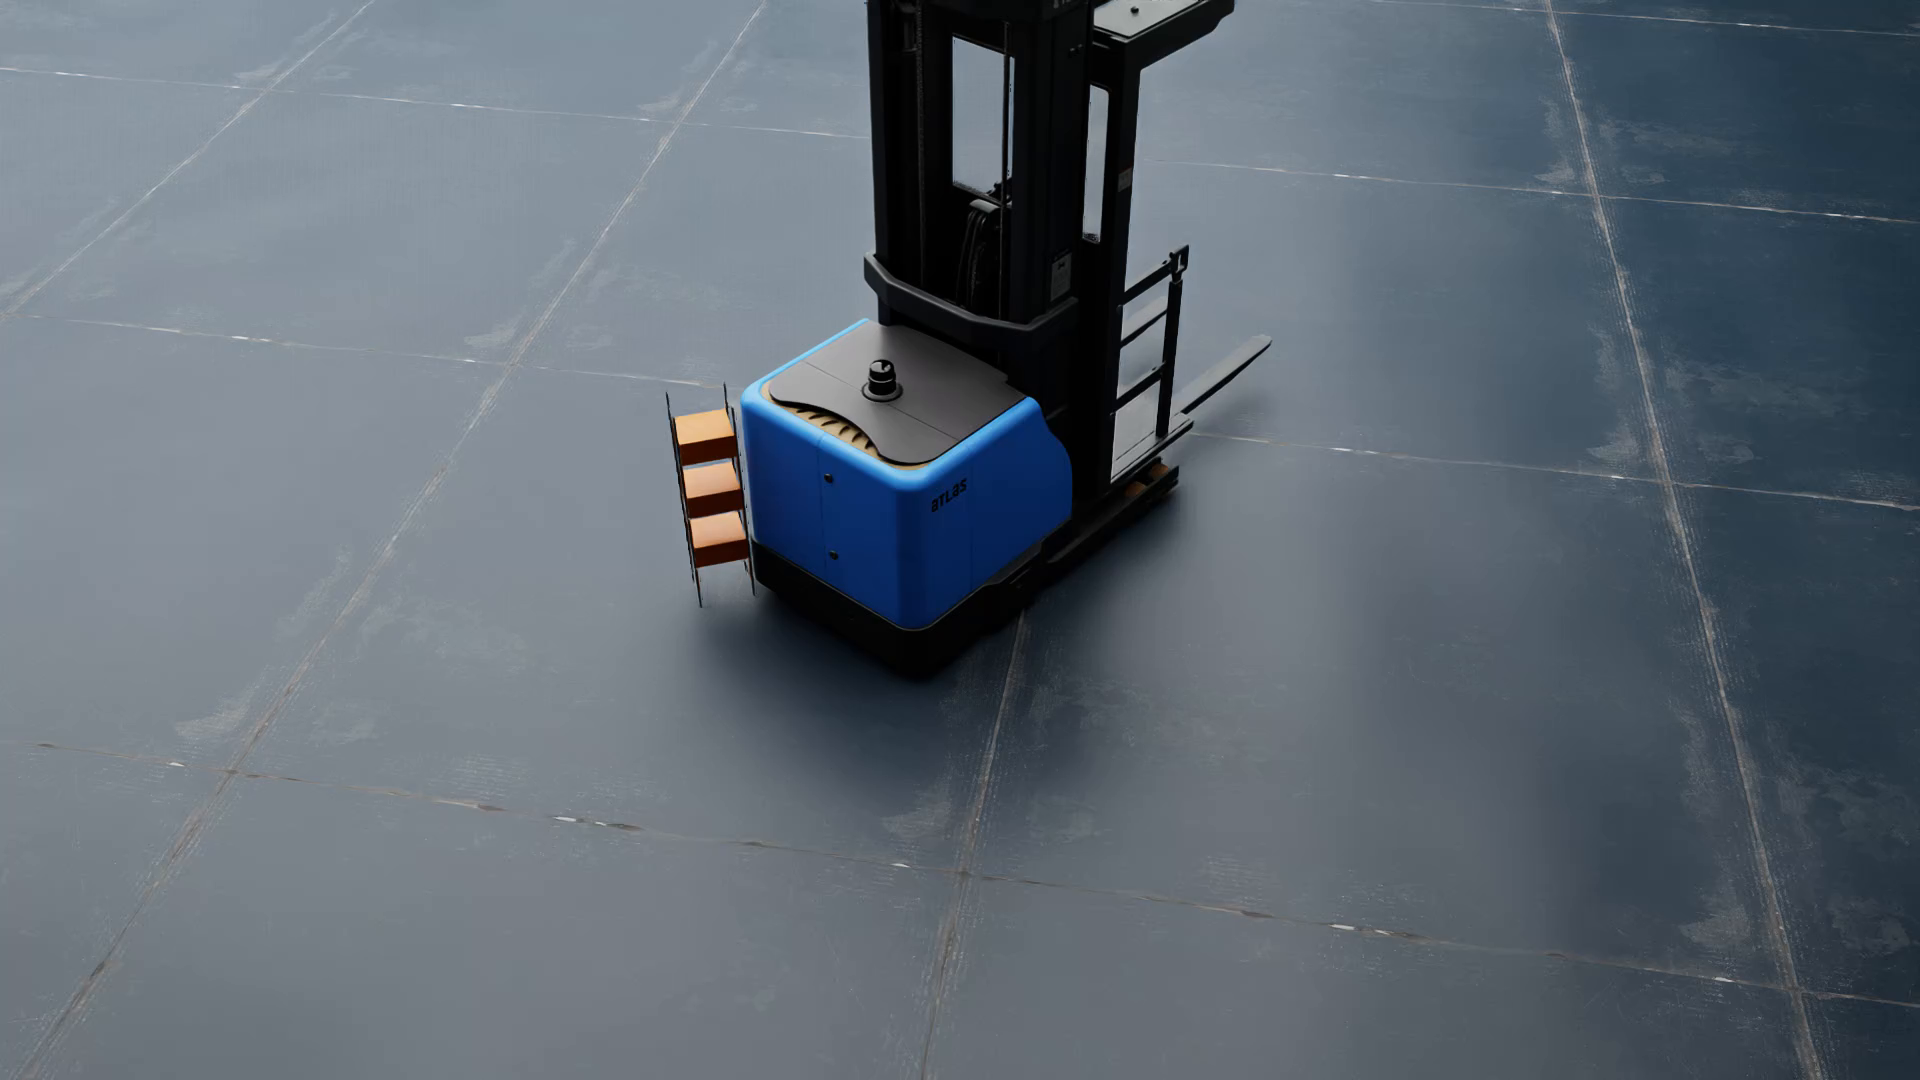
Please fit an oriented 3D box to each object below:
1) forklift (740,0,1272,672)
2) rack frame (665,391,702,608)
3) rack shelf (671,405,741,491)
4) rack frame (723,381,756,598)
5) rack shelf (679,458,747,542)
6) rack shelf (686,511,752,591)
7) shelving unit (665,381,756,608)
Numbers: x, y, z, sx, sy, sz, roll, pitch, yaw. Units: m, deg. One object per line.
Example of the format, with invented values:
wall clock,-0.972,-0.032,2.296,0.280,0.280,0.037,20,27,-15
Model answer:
forklift,0.410,-1.432,7.278,1.130,2.935,3.031,29,48,30
rack frame,-1.196,-0.158,7.214,0.008,1.050,0.200,-11,41,-13
rack shelf,-1.081,-0.391,7.066,0.240,0.259,0.215,-11,41,-13
rack frame,-0.962,-0.204,7.267,0.008,1.050,0.200,-11,41,-13
rack shelf,-1.079,-0.173,7.247,0.240,0.259,0.215,-11,41,-13
rack shelf,-1.077,0.041,7.425,0.240,0.259,0.215,-11,41,-13
shelving unit,-1.079,-0.181,7.241,0.252,1.050,0.215,-11,41,-13
